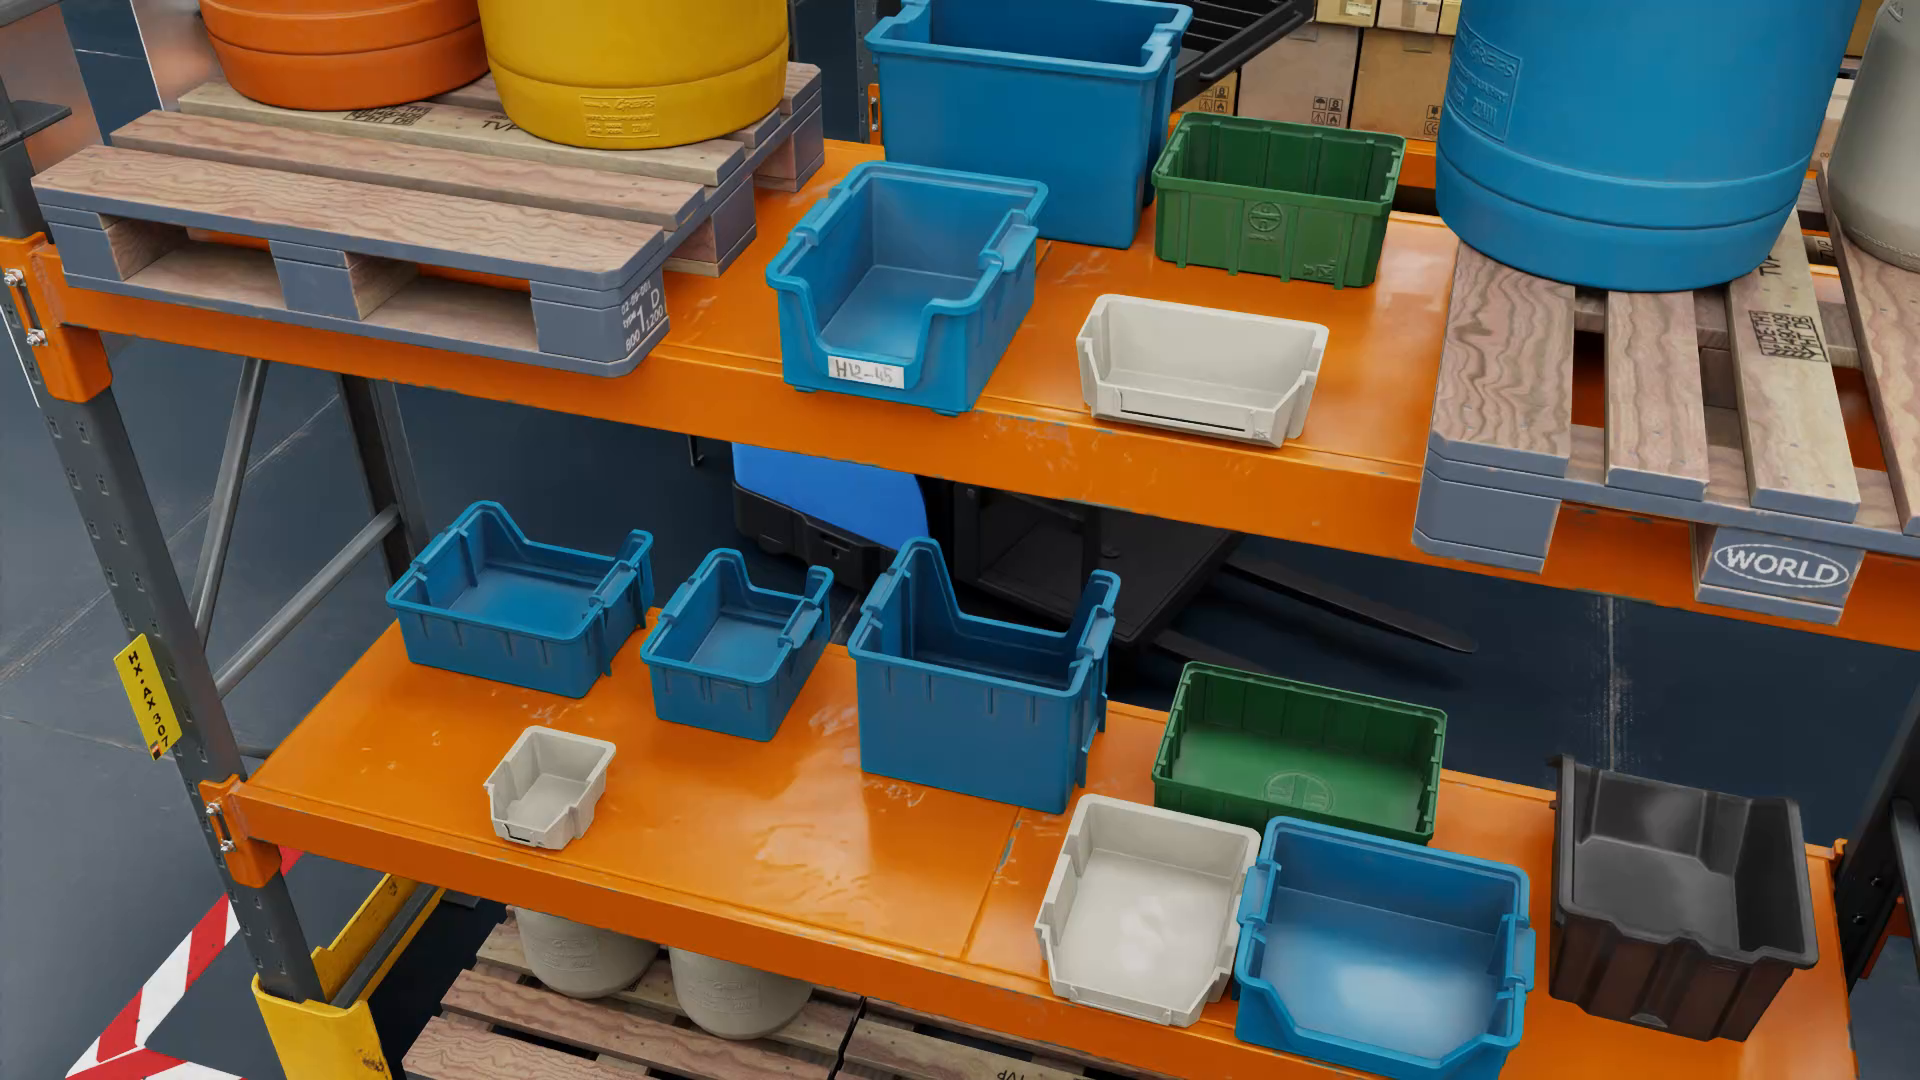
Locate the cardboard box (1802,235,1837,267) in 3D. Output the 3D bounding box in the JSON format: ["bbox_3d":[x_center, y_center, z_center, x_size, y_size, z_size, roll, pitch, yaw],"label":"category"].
[{"bbox_3d":[4.001,-1.295,7.971,0.500,0.311,0.500,10,38,14],"label":"cardboard box"}]

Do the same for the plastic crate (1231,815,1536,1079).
[{"bbox_3d":[0.911,0.904,3.617,0.616,0.251,0.499,10,38,14],"label":"plastic crate"}]

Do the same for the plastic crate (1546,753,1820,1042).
[{"bbox_3d":[1.587,0.746,3.758,0.504,0.338,0.767,10,38,14],"label":"plastic crate"}]

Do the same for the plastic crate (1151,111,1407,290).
[{"bbox_3d":[0.624,-0.670,3.278,0.450,0.188,0.336,10,38,14],"label":"plastic crate"}]

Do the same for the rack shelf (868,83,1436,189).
[{"bbox_3d":[1.620,-1.980,8.017,4.000,0.370,1.077,10,38,14],"label":"rack shelf"}]

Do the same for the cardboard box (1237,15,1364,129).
[{"bbox_3d":[1.631,-2.302,7.762,0.500,0.500,0.700,12,38,15],"label":"cardboard box"}]

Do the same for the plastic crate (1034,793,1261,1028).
[{"bbox_3d":[0.423,0.848,3.790,0.437,0.136,0.530,10,38,14],"label":"plastic crate"}]

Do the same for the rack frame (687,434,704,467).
[{"bbox_3d":[-1.172,-1.298,7.241,0.015,2.100,0.400,15,39,21],"label":"rack frame"}]

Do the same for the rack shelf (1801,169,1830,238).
[{"bbox_3d":[5.438,-1.273,7.056,4.000,0.370,1.077,10,38,14],"label":"rack shelf"}]

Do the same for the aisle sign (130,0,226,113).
[{"bbox_3d":[-1.750,-1.049,3.952,0.004,0.787,0.394,10,38,14],"label":"aisle sign"}]

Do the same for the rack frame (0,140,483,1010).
[{"bbox_3d":[-1.769,0.179,4.477,0.127,3.000,1.000,10,38,14],"label":"rack frame"}]

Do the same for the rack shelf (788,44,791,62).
[{"bbox_3d":[-0.964,-1.795,6.752,0.480,0.518,0.431,15,39,21],"label":"rack shelf"}]

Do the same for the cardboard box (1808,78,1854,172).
[{"bbox_3d":[4.012,-1.794,7.283,0.500,0.250,0.500,13,38,17],"label":"cardboard box"}]

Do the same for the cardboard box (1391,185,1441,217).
[{"bbox_3d":[2.069,-1.420,7.981,0.500,0.500,0.500,10,38,14],"label":"cardboard box"}]

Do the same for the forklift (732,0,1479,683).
[{"bbox_3d":[0.535,-0.938,6.051,3.031,2.935,1.130,22,42,27],"label":"forklift"}]

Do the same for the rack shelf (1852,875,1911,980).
[{"bbox_3d":[3.958,1.529,3.249,4.000,0.370,1.077,10,38,14],"label":"rack shelf"}]

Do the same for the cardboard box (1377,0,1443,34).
[{"bbox_3d":[1.994,-2.370,7.308,0.250,0.149,0.380,12,38,15],"label":"cardboard box"}]

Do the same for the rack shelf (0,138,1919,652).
[{"bbox_3d":[0.140,-0.386,3.321,4.000,0.370,1.077,10,38,14],"label":"rack shelf"}]

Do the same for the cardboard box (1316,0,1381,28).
[{"bbox_3d":[1.740,-2.415,7.369,0.250,0.149,0.380,12,38,15],"label":"cardboard box"}]

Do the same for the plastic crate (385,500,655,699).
[{"bbox_3d":[-1.202,0.158,4.631,0.616,0.251,0.499,10,38,14],"label":"plastic crate"}]

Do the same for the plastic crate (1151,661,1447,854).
[{"bbox_3d":[0.837,0.571,4.122,0.662,0.188,0.450,10,38,14],"label":"plastic crate"}]

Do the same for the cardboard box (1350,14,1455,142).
[{"bbox_3d":[2.121,-2.212,7.640,0.500,0.500,0.700,11,38,15],"label":"cardboard box"}]

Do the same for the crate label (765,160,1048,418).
[{"bbox_3d":[-0.081,-0.452,2.928,0.408,0.251,0.502,10,38,14],"label":"crate label"}]

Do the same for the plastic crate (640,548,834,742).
[{"bbox_3d":[-0.584,0.276,4.470,0.408,0.251,0.499,10,38,14],"label":"plastic crate"}]

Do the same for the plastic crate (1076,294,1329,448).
[{"bbox_3d":[0.396,-0.271,2.780,0.396,0.136,0.243,10,38,14],"label":"plastic crate"}]

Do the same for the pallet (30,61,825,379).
[{"bbox_3d":[-1.009,-0.752,3.370,1.213,0.211,1.003,10,38,14],"label":"pallet"}]

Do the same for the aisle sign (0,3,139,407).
[{"bbox_3d":[-1.925,-0.715,3.498,0.004,0.787,0.394,10,38,14],"label":"aisle sign"}]

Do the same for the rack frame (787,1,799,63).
[{"bbox_3d":[-0.731,-1.182,7.068,0.015,2.100,0.400,15,39,21],"label":"rack frame"}]

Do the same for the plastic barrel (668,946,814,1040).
[{"bbox_3d":[-0.640,1.173,4.870,0.421,0.512,0.421,0,36,0],"label":"plastic barrel"}]

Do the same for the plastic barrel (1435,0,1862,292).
[{"bbox_3d":[1.131,-0.930,2.675,0.708,0.901,0.600,10,38,14],"label":"plastic barrel"}]

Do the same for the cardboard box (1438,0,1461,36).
[{"bbox_3d":[2.235,-2.326,7.248,0.250,0.149,0.380,10,38,14],"label":"cardboard box"}]

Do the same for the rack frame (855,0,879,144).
[{"bbox_3d":[-0.289,-2.623,8.284,0.127,3.000,1.000,10,38,14],"label":"rack frame"}]

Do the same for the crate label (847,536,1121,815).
[{"bbox_3d":[0.068,0.337,4.232,0.616,0.435,0.502,10,38,14],"label":"crate label"}]

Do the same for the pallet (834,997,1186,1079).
[{"bbox_3d":[0.252,1.652,4.828,1.213,0.211,1.003,10,38,14],"label":"pallet"}]

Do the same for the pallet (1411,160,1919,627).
[{"bbox_3d":[1.331,-0.319,2.781,1.003,0.211,1.213,10,38,14],"label":"pallet"}]

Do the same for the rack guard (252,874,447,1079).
[{"bbox_3d":[-1.683,1.172,5.236,0.348,0.500,1.175,10,38,14],"label":"rack guard"}]

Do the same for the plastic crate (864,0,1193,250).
[{"bbox_3d":[0.141,-0.856,3.366,0.575,0.384,0.392,10,38,14],"label":"plastic crate"}]

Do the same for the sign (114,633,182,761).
[{"bbox_3d":[-1.938,0.378,3.973,0.005,0.325,0.100,10,38,14],"label":"sign"}]

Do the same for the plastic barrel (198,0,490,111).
[{"bbox_3d":[-1.268,-1.358,3.317,0.708,0.830,0.600,10,38,14],"label":"plastic barrel"}]

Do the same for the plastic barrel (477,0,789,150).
[{"bbox_3d":[-0.643,-1.145,3.231,0.600,0.588,0.600,0,36,0],"label":"plastic barrel"}]

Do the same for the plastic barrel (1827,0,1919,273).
[{"bbox_3d":[1.696,-0.724,2.724,0.421,0.512,0.421,0,36,0],"label":"plastic barrel"}]

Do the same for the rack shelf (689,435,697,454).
[{"bbox_3d":[-0.939,-0.662,7.574,0.480,0.518,0.431,15,39,21],"label":"rack shelf"}]

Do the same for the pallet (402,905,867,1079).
[{"bbox_3d":[-0.909,1.435,5.122,1.213,0.211,1.003,10,38,14],"label":"pallet"}]

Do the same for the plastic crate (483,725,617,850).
[{"bbox_3d":[-1.011,0.625,4.093,0.250,0.136,0.298,10,38,14],"label":"plastic crate"}]

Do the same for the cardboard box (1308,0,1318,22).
[{"bbox_3d":[1.488,-2.461,7.432,0.250,0.149,0.380,11,38,14],"label":"cardboard box"}]

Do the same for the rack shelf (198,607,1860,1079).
[{"bbox_3d":[0.140,0.822,4.210,4.000,0.370,1.077,10,38,14],"label":"rack shelf"}]

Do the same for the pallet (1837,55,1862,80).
[{"bbox_3d":[5.746,-3.460,11.773,1.213,0.211,1.003,10,38,14],"label":"pallet"}]

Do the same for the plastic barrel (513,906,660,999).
[{"bbox_3d":[-1.118,1.085,4.990,0.421,0.512,0.421,0,36,0],"label":"plastic barrel"}]

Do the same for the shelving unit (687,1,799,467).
[{"bbox_3d":[-0.952,-1.240,7.155,0.503,2.100,0.431,15,39,21],"label":"shelving unit"}]

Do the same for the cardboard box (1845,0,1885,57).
[{"bbox_3d":[6.218,-3.707,11.493,0.500,0.500,0.700,10,37,13],"label":"cardboard box"}]

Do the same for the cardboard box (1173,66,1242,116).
[{"bbox_3d":[1.128,-2.393,7.886,0.500,0.500,0.700,11,38,14],"label":"cardboard box"}]
